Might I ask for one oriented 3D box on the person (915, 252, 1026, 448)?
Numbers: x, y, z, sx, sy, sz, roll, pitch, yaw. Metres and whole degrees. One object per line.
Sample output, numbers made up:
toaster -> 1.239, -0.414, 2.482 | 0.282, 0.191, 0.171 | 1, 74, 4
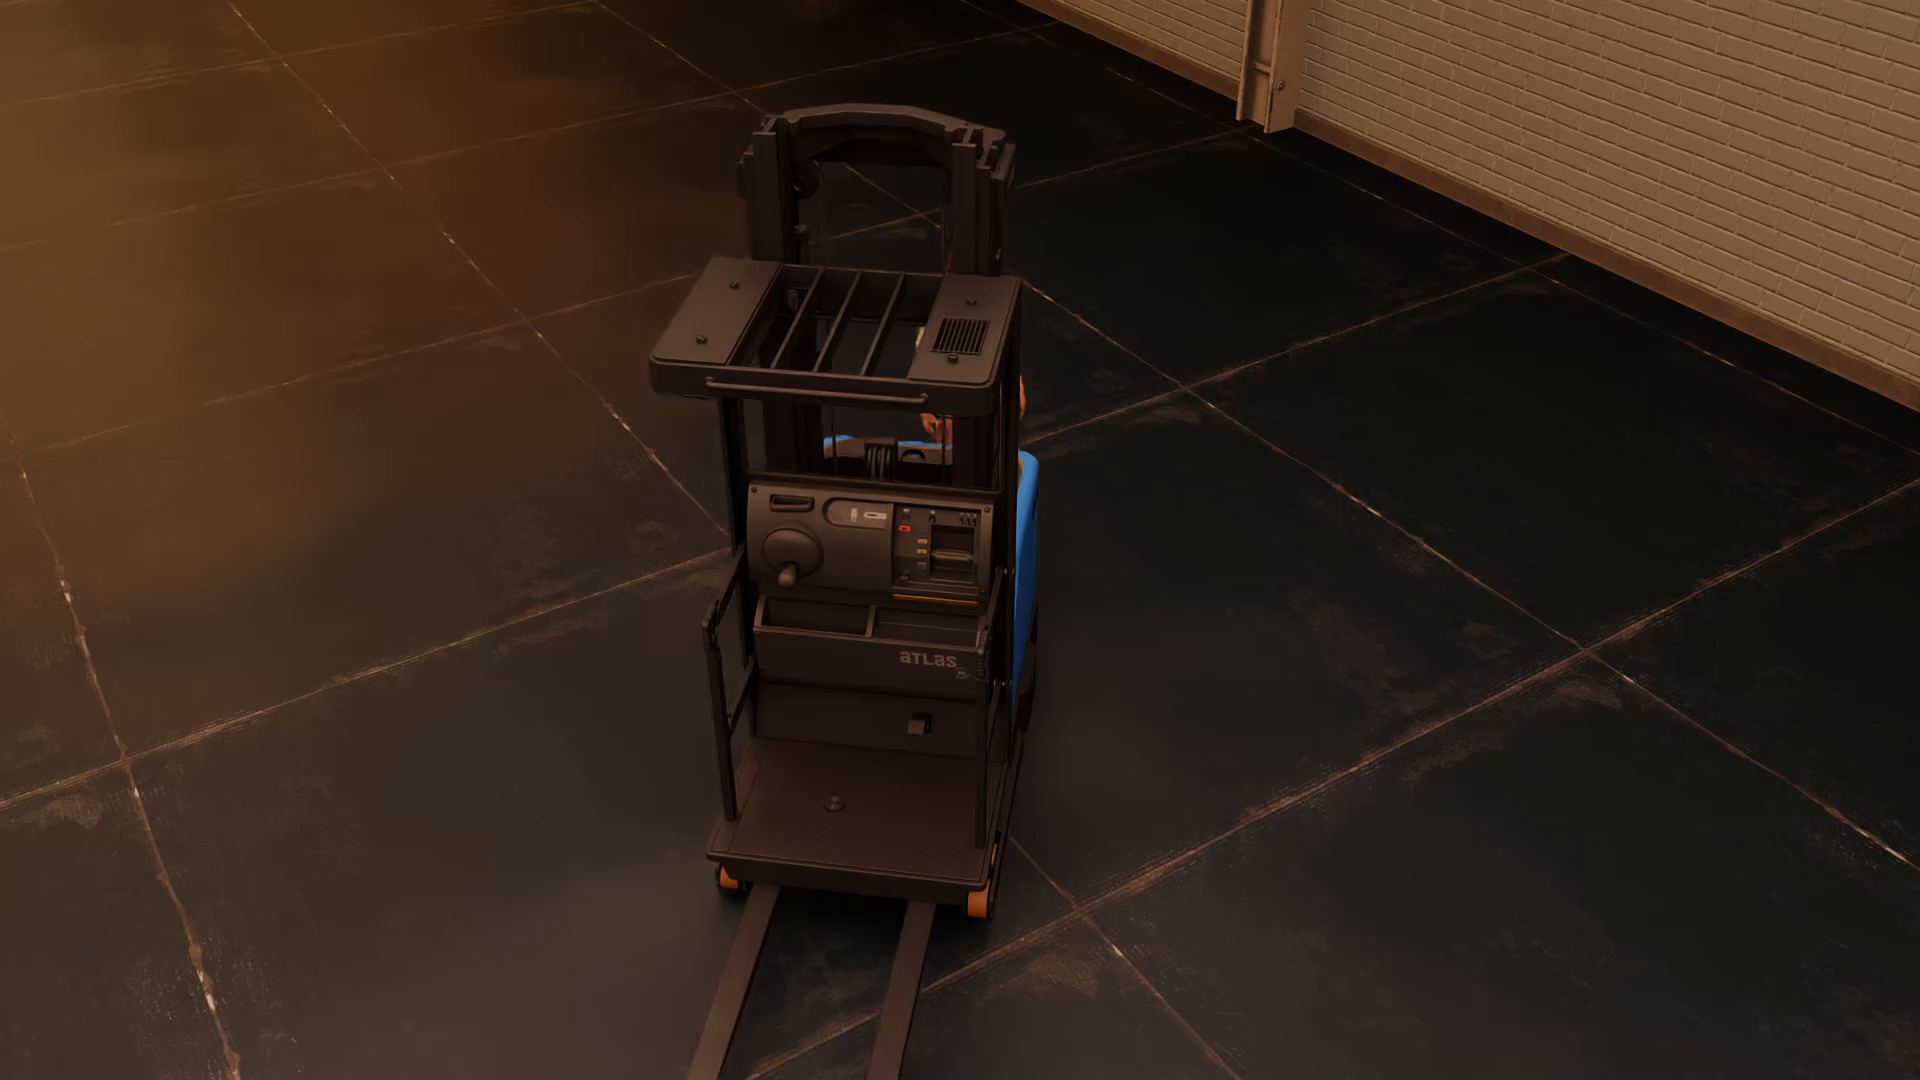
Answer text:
person -> 0.076, -0.628, 8.156 | 0.585, 1.665, 0.552 | -18, 39, -24

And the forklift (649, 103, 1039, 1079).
forklift -> -0.370, 0.072, 6.045 | 1.130, 2.935, 3.031 | 5, 35, 7
